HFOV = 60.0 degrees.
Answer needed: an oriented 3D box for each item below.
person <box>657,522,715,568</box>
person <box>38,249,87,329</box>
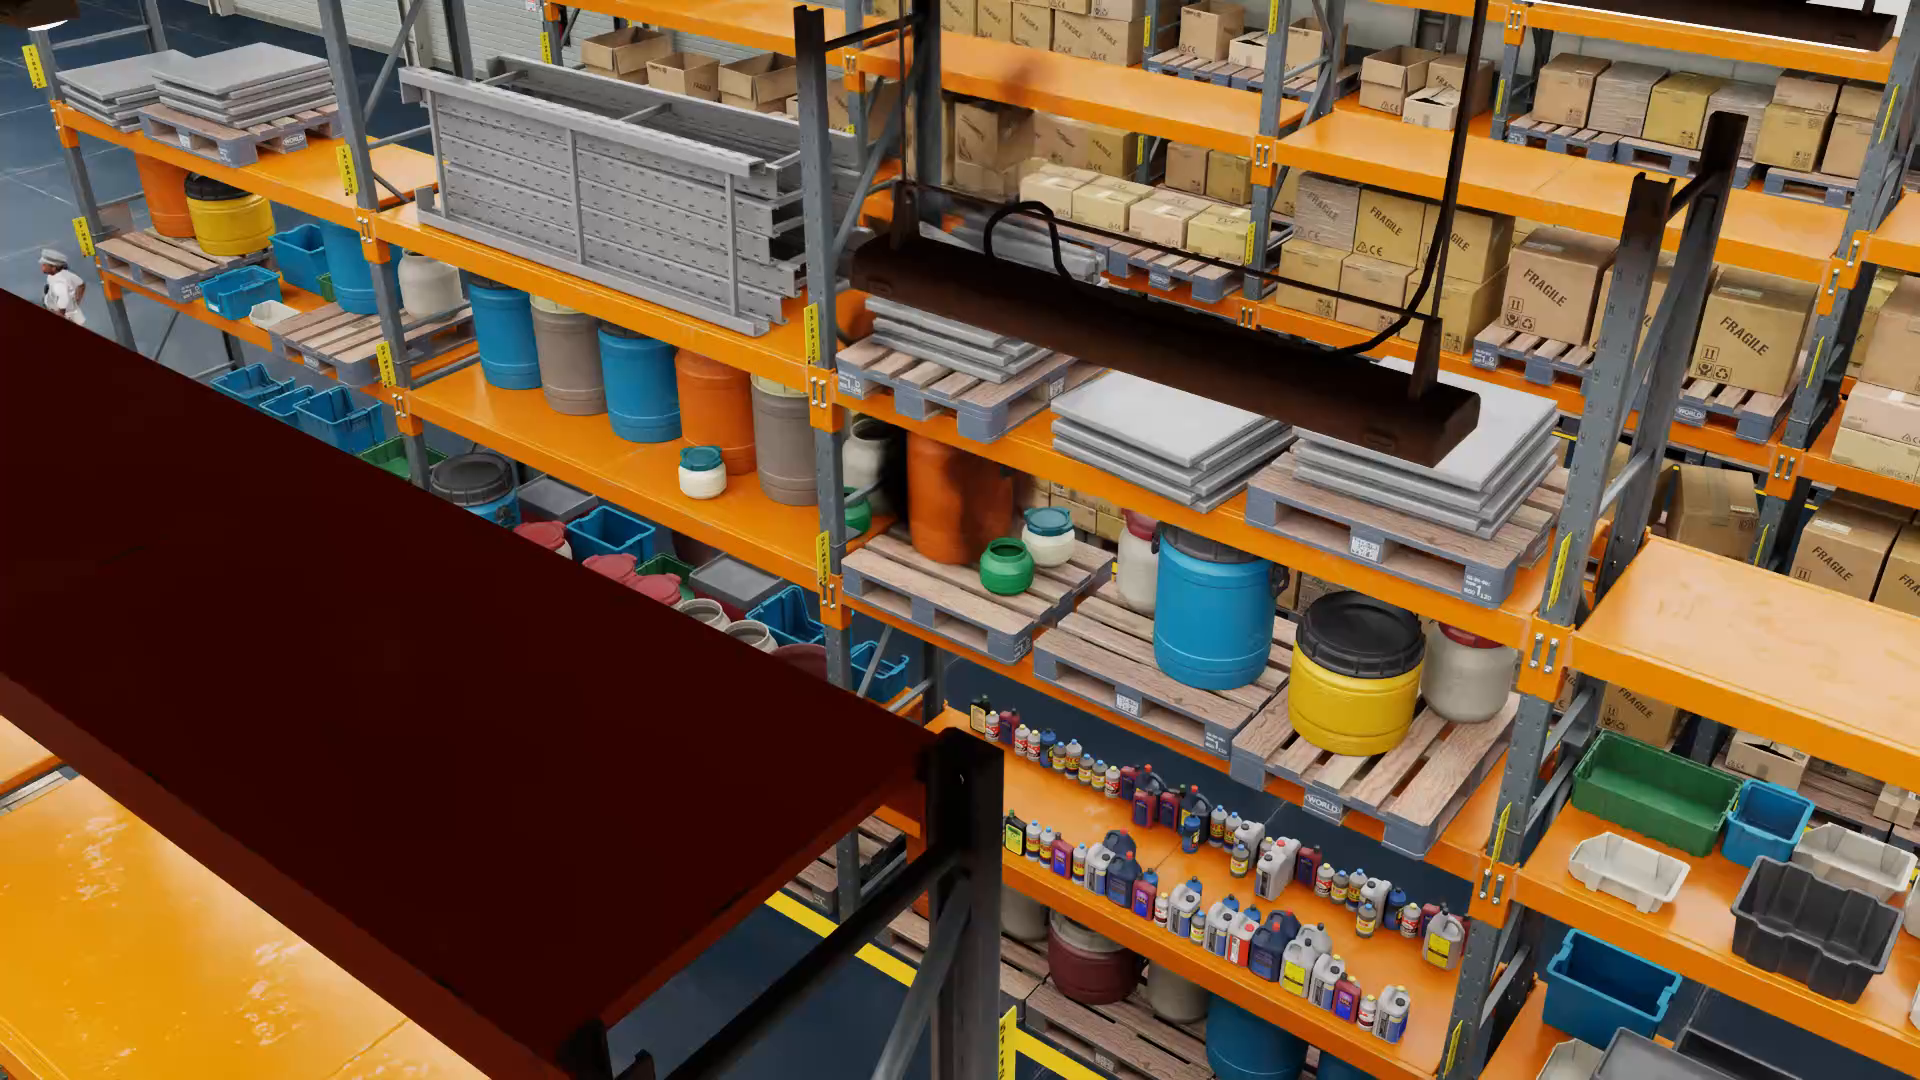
[{"bbox_3d":[-2.123,0.014,13.515,0.909,1.834,0.677,19,36,28],"label":"person"},{"bbox_3d":[-9.316,-2.237,17.323,0.658,1.684,0.553,-17,35,-25],"label":"person"}]
